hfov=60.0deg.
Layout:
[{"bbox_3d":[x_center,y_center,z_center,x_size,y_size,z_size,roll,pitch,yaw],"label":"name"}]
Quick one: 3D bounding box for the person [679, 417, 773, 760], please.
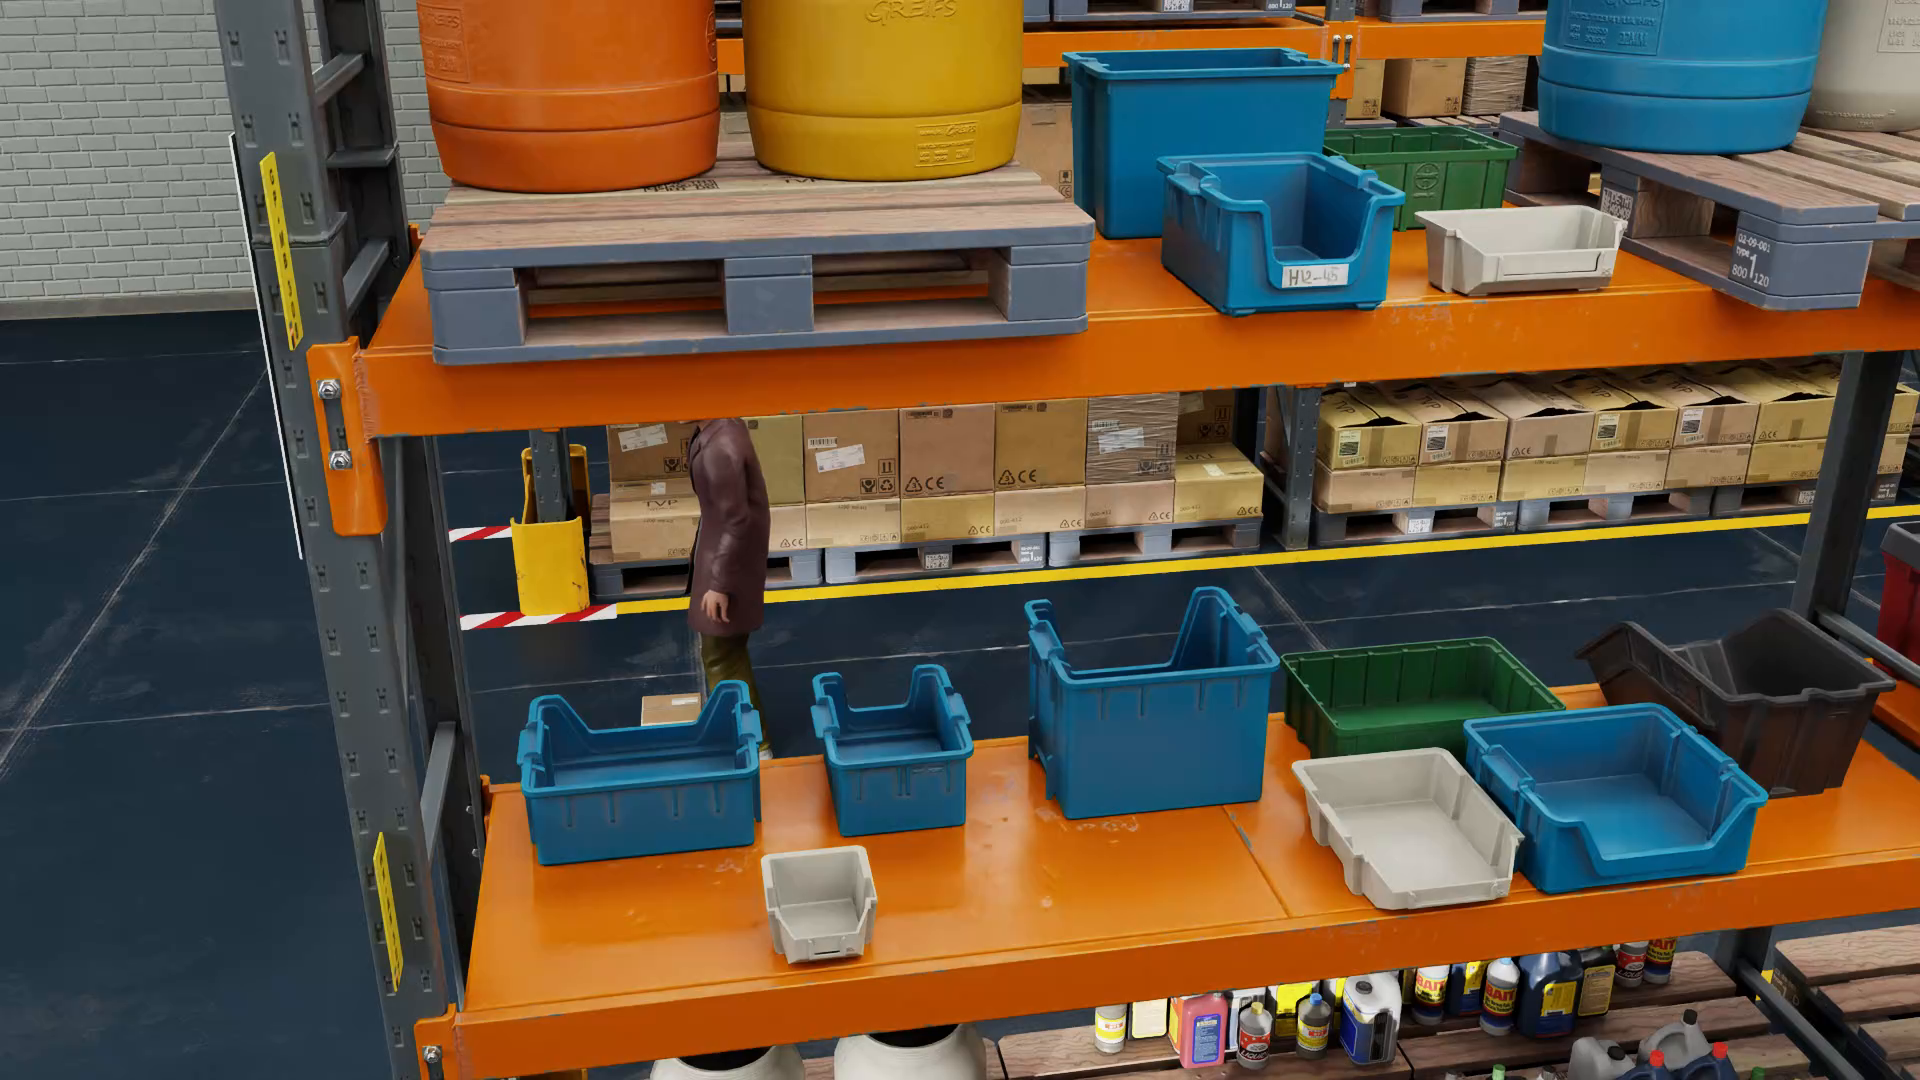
[{"bbox_3d":[-0.985,0.106,6.865,0.420,1.774,0.644,-4,23,-10],"label":"person"}]
